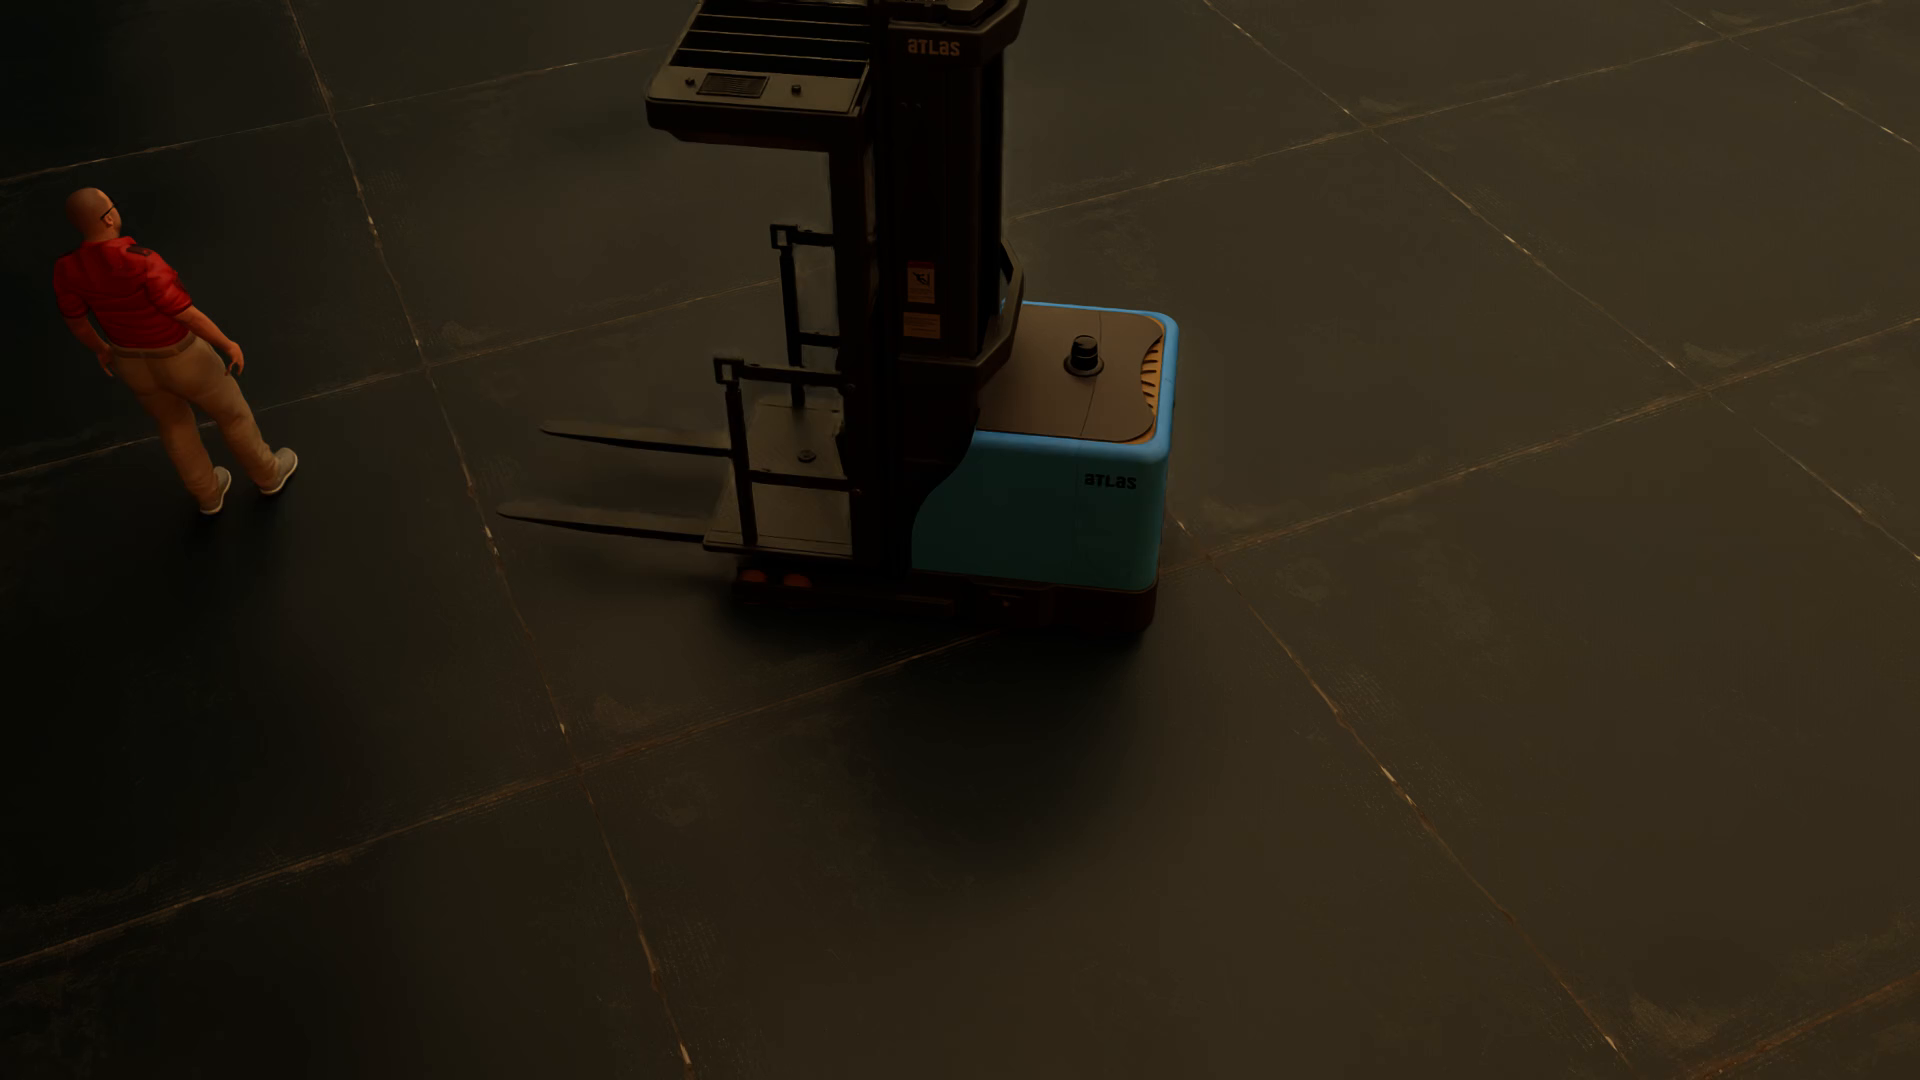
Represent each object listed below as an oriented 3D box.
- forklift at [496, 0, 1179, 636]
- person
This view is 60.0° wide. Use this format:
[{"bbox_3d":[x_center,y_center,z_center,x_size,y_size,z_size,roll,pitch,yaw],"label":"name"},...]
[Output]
[{"bbox_3d":[-0.585,-1.109,6.869,3.031,2.935,1.130,6,43,6],"label":"forklift"},{"bbox_3d":[-3.549,-0.872,7.493,0.677,1.731,0.544,0,43,0],"label":"person"}]
